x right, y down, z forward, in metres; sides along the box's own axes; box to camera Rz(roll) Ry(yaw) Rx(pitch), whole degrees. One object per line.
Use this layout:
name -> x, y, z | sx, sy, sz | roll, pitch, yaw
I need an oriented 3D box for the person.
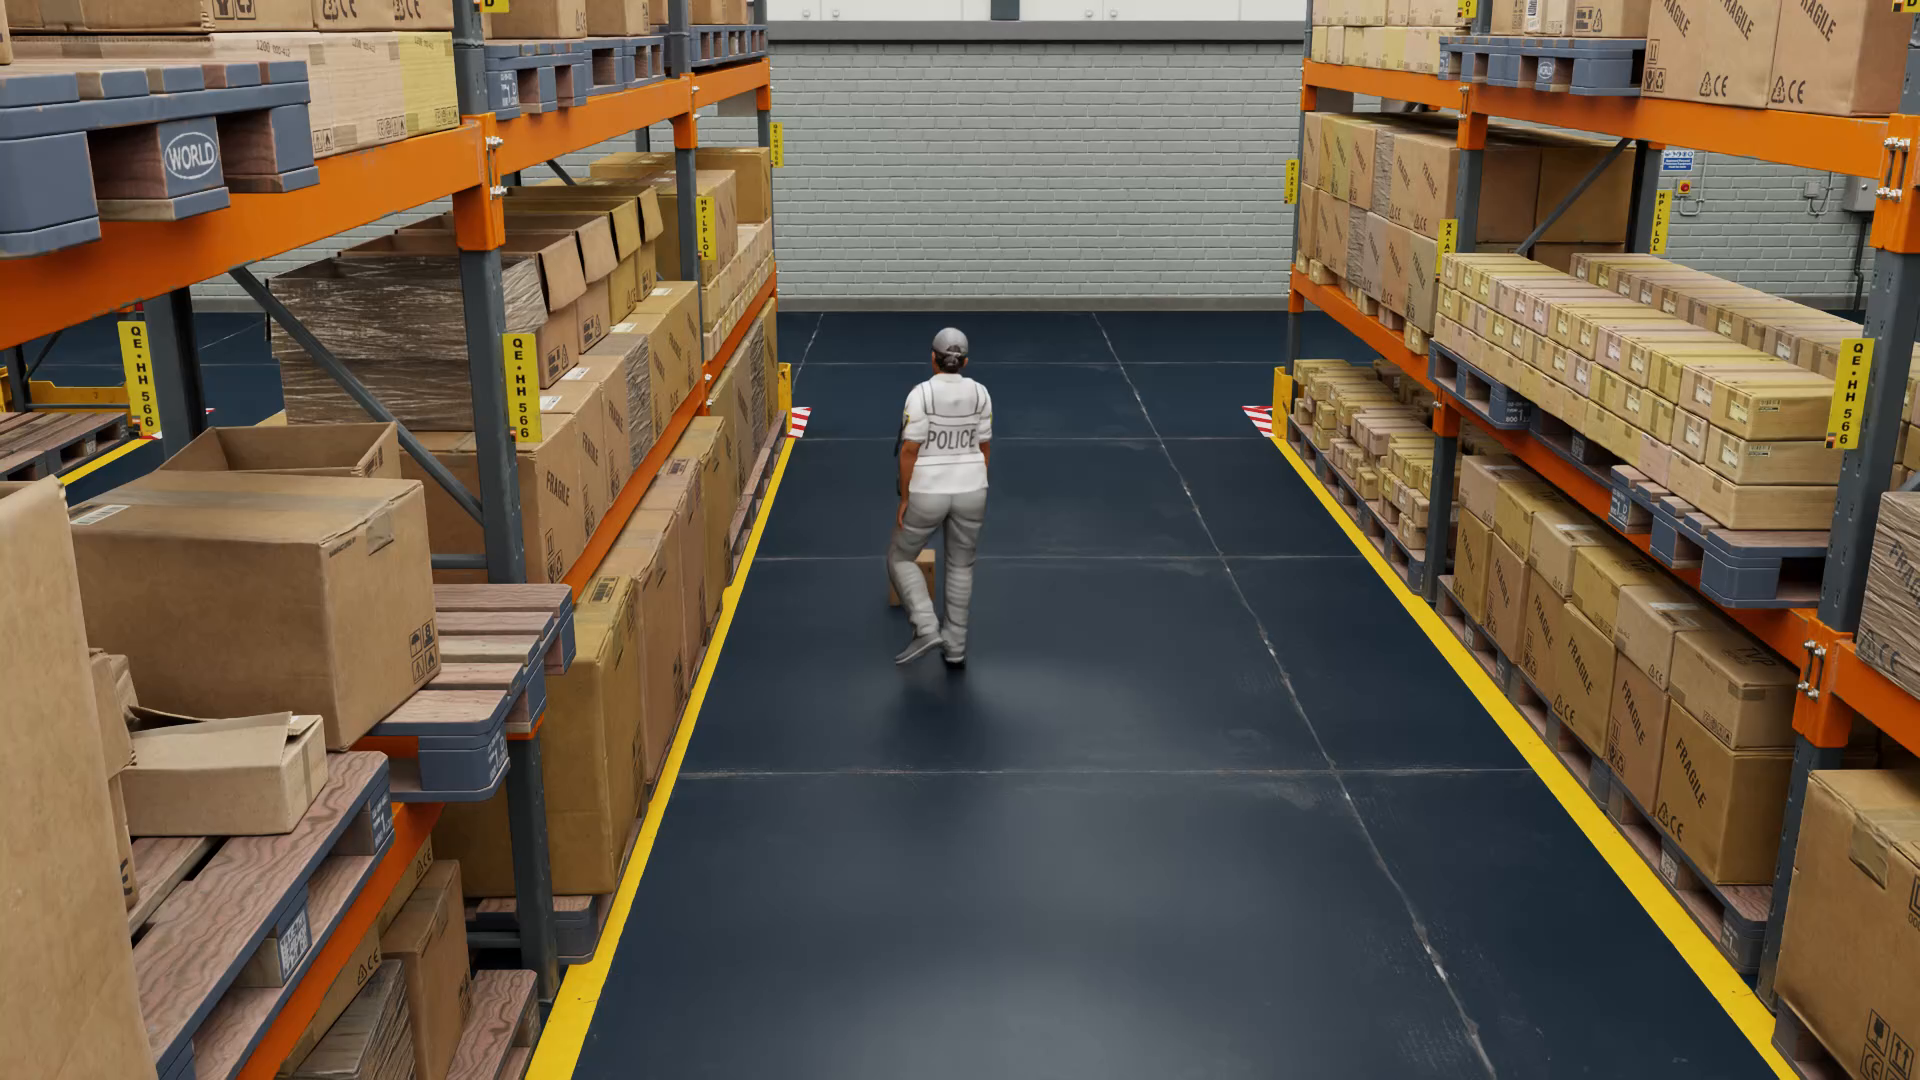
person -> -0.089, -0.199, 8.120 | 0.535, 1.654, 0.493 | -5, 18, -16
